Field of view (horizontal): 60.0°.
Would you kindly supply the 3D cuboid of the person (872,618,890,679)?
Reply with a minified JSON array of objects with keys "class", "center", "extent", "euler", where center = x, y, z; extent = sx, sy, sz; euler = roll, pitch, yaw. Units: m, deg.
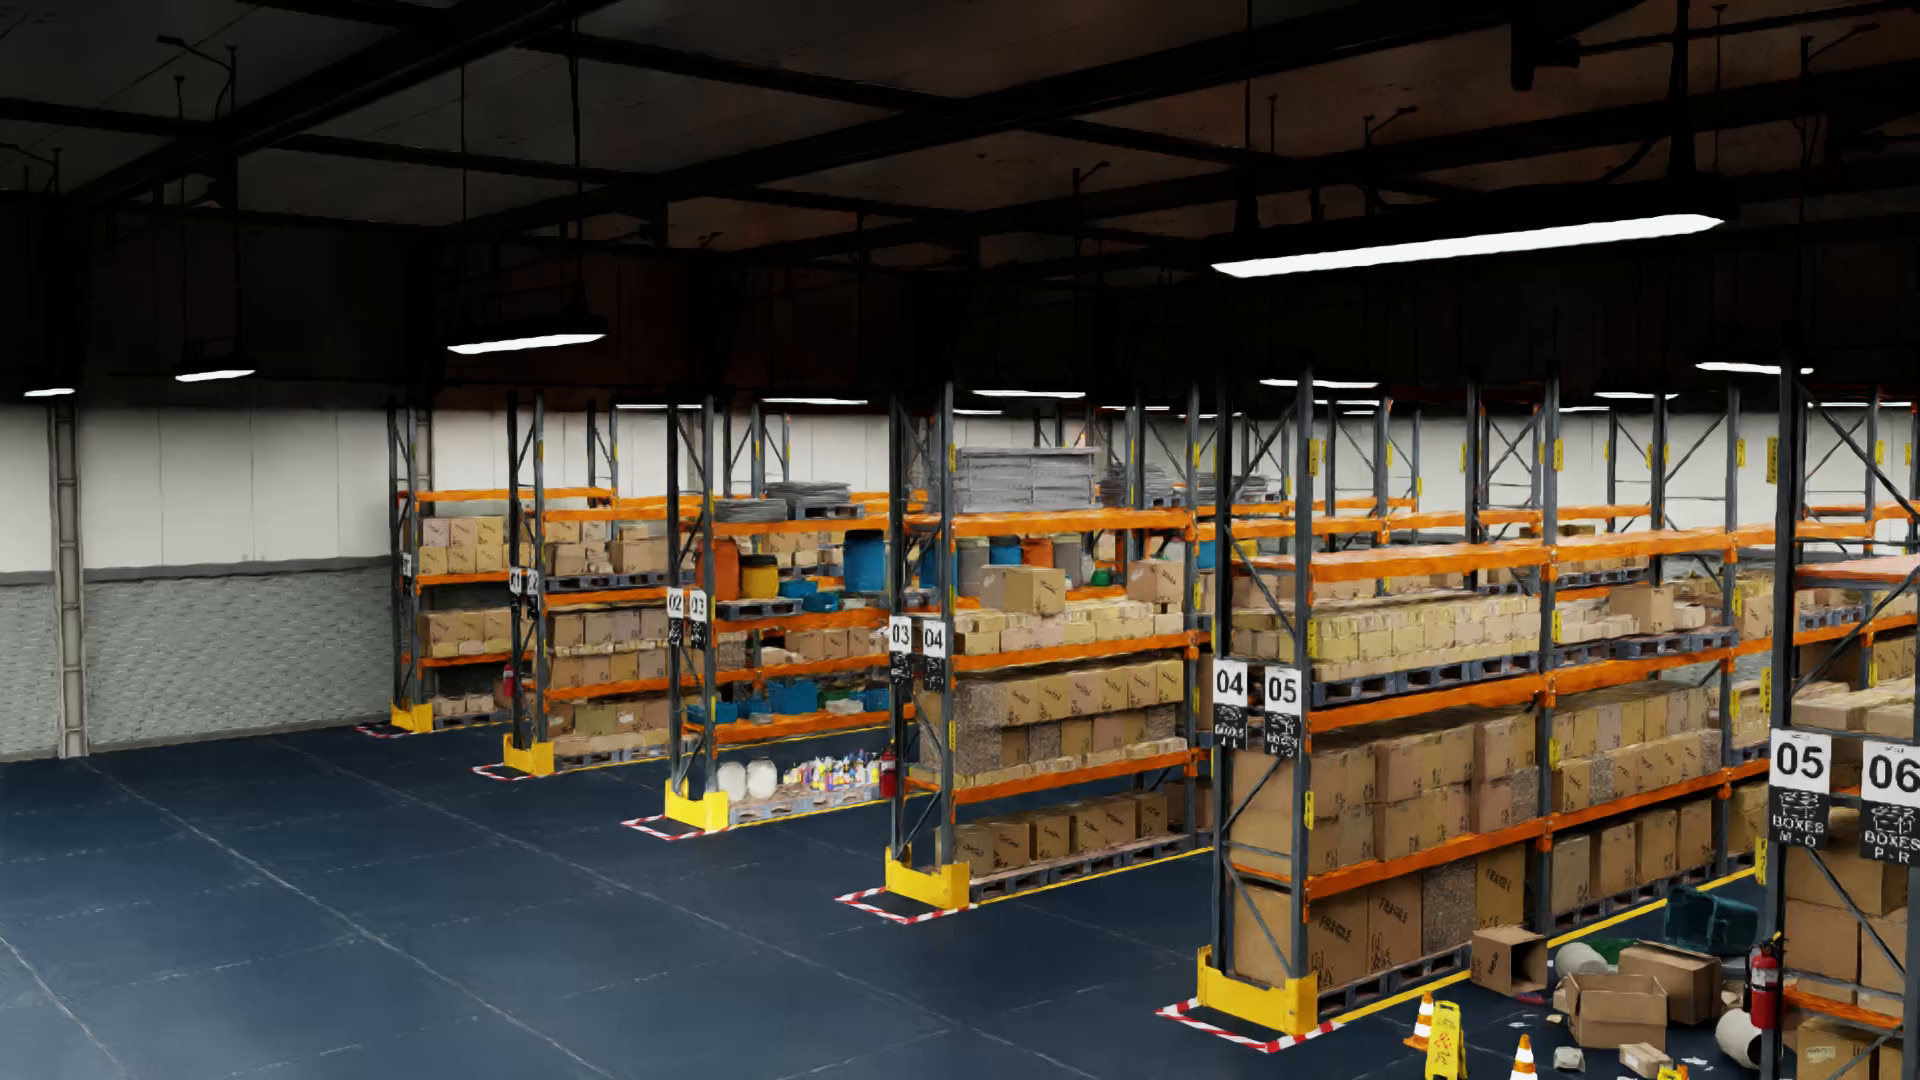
[{"class":"person","center":[-1.556,2.339,34.359],"extent":[0.997,1.624,0.502],"euler":[-3,4,-41]}]
